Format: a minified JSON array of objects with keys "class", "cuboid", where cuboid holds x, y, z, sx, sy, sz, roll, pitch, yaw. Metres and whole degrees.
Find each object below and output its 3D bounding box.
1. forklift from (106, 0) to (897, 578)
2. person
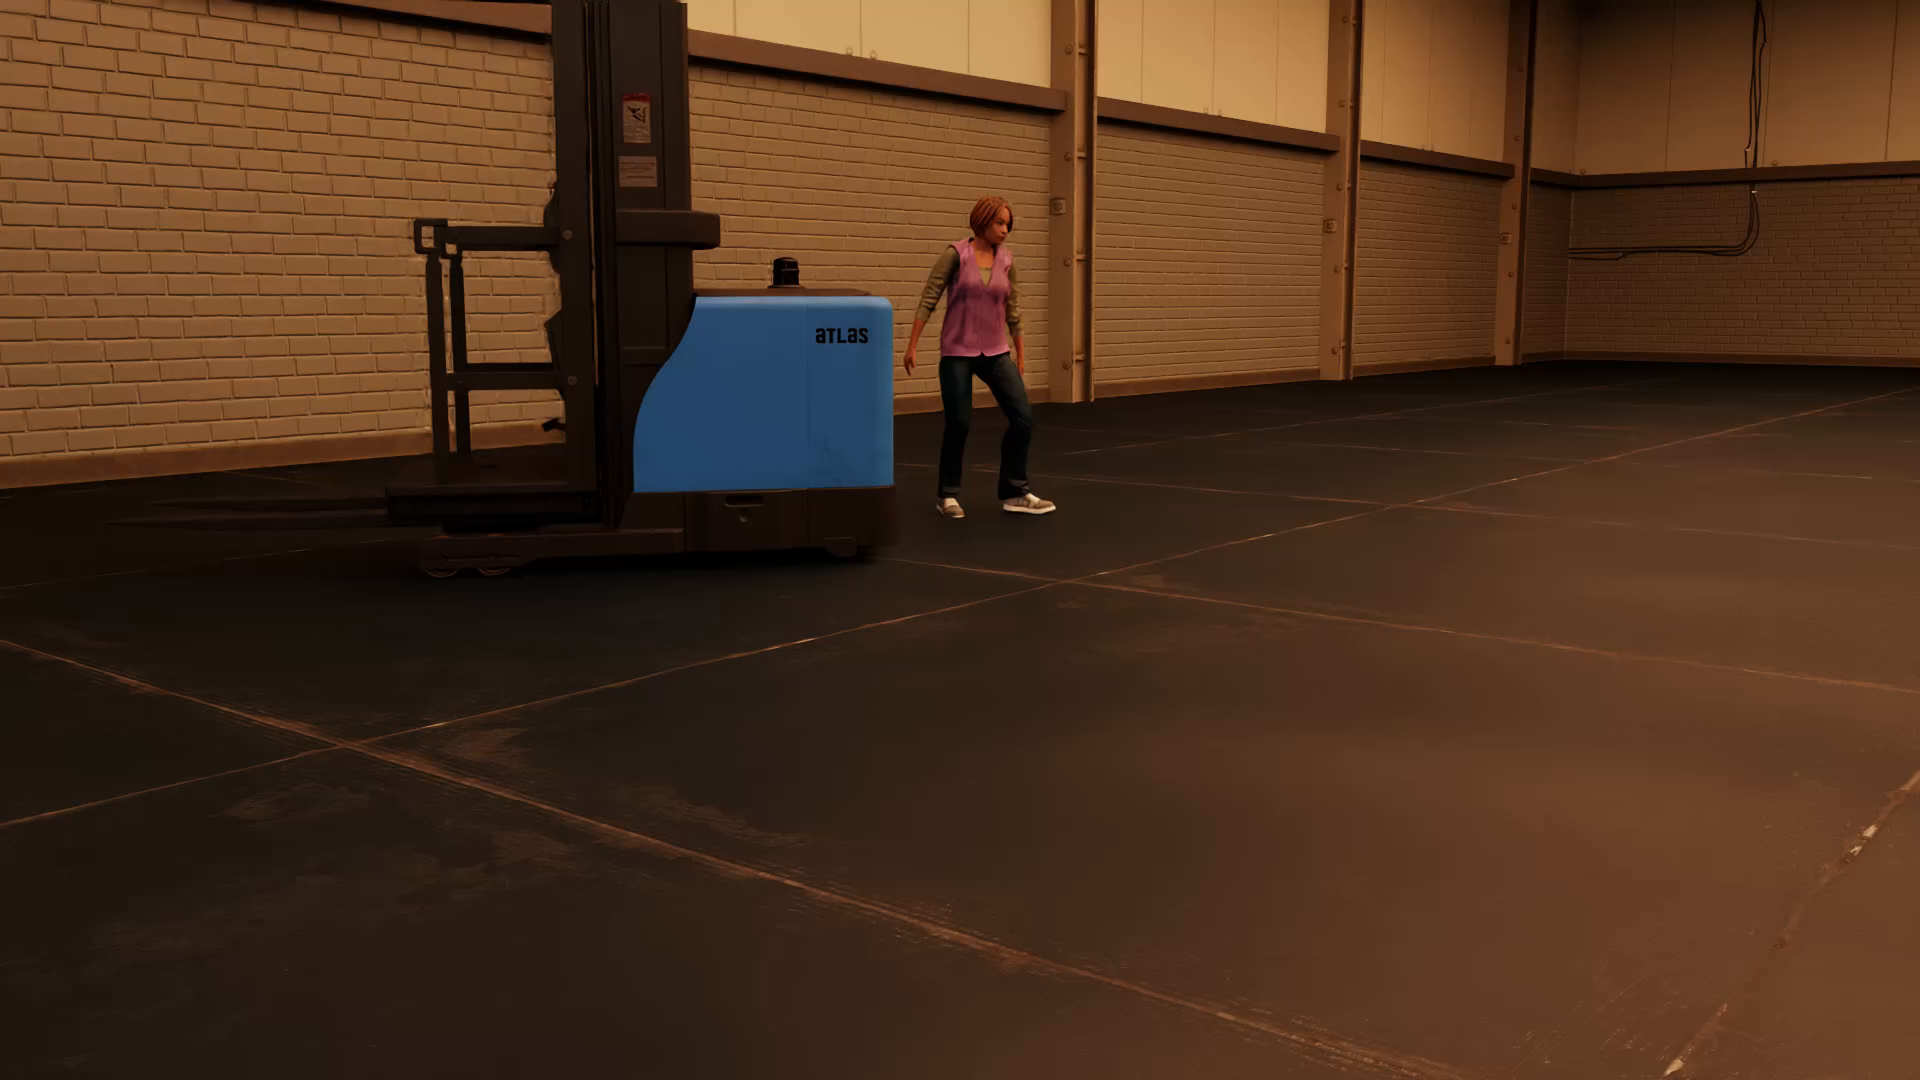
[{"class":"forklift","cuboid":[-1.829,-1.387,6.763,3.031,2.935,1.130,-2,9,-12]},{"class":"person","cuboid":[0.094,-0.878,8.161,0.740,1.555,0.402,-3,9,-17]}]
